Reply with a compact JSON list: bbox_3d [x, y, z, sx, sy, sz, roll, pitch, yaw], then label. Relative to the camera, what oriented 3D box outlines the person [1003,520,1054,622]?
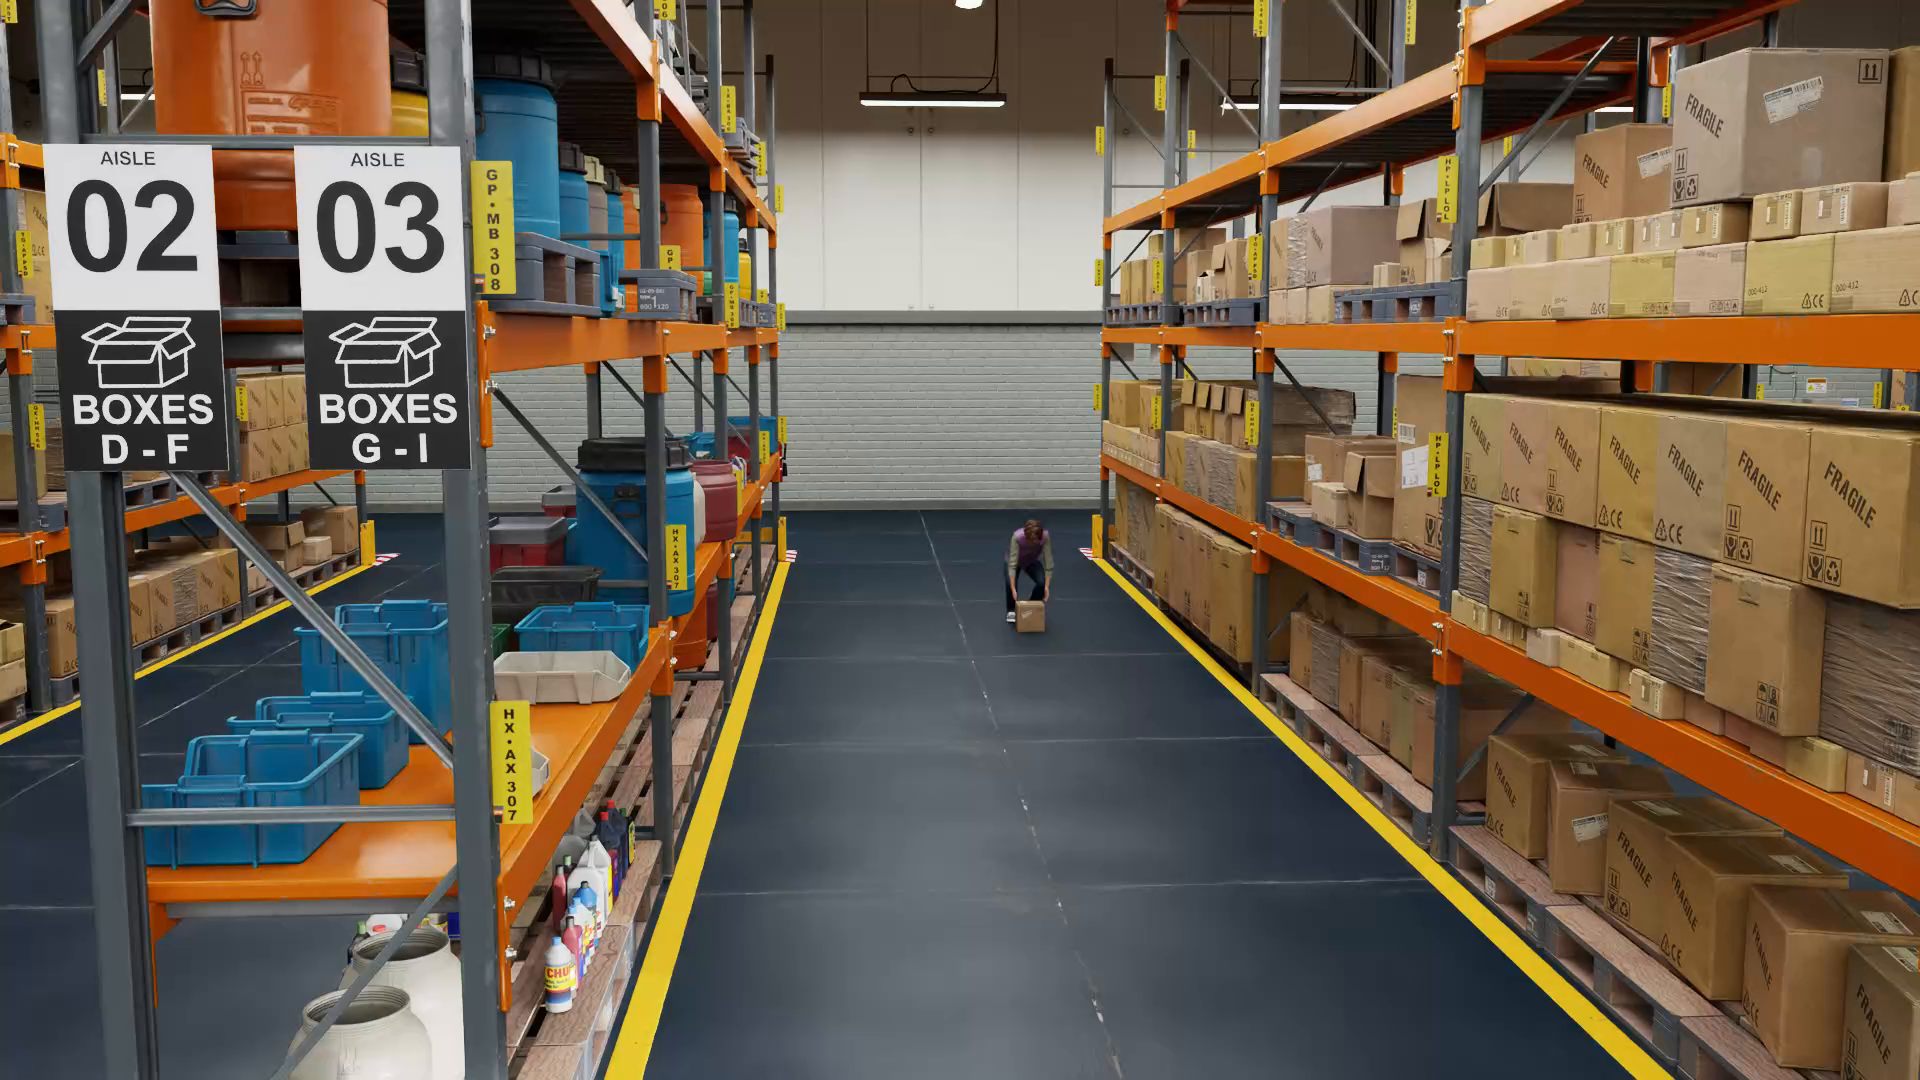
[{"bbox_3d":[0.649,0.288,15.870,0.458,1.010,0.768,0,7,-4],"label":"person"}]
